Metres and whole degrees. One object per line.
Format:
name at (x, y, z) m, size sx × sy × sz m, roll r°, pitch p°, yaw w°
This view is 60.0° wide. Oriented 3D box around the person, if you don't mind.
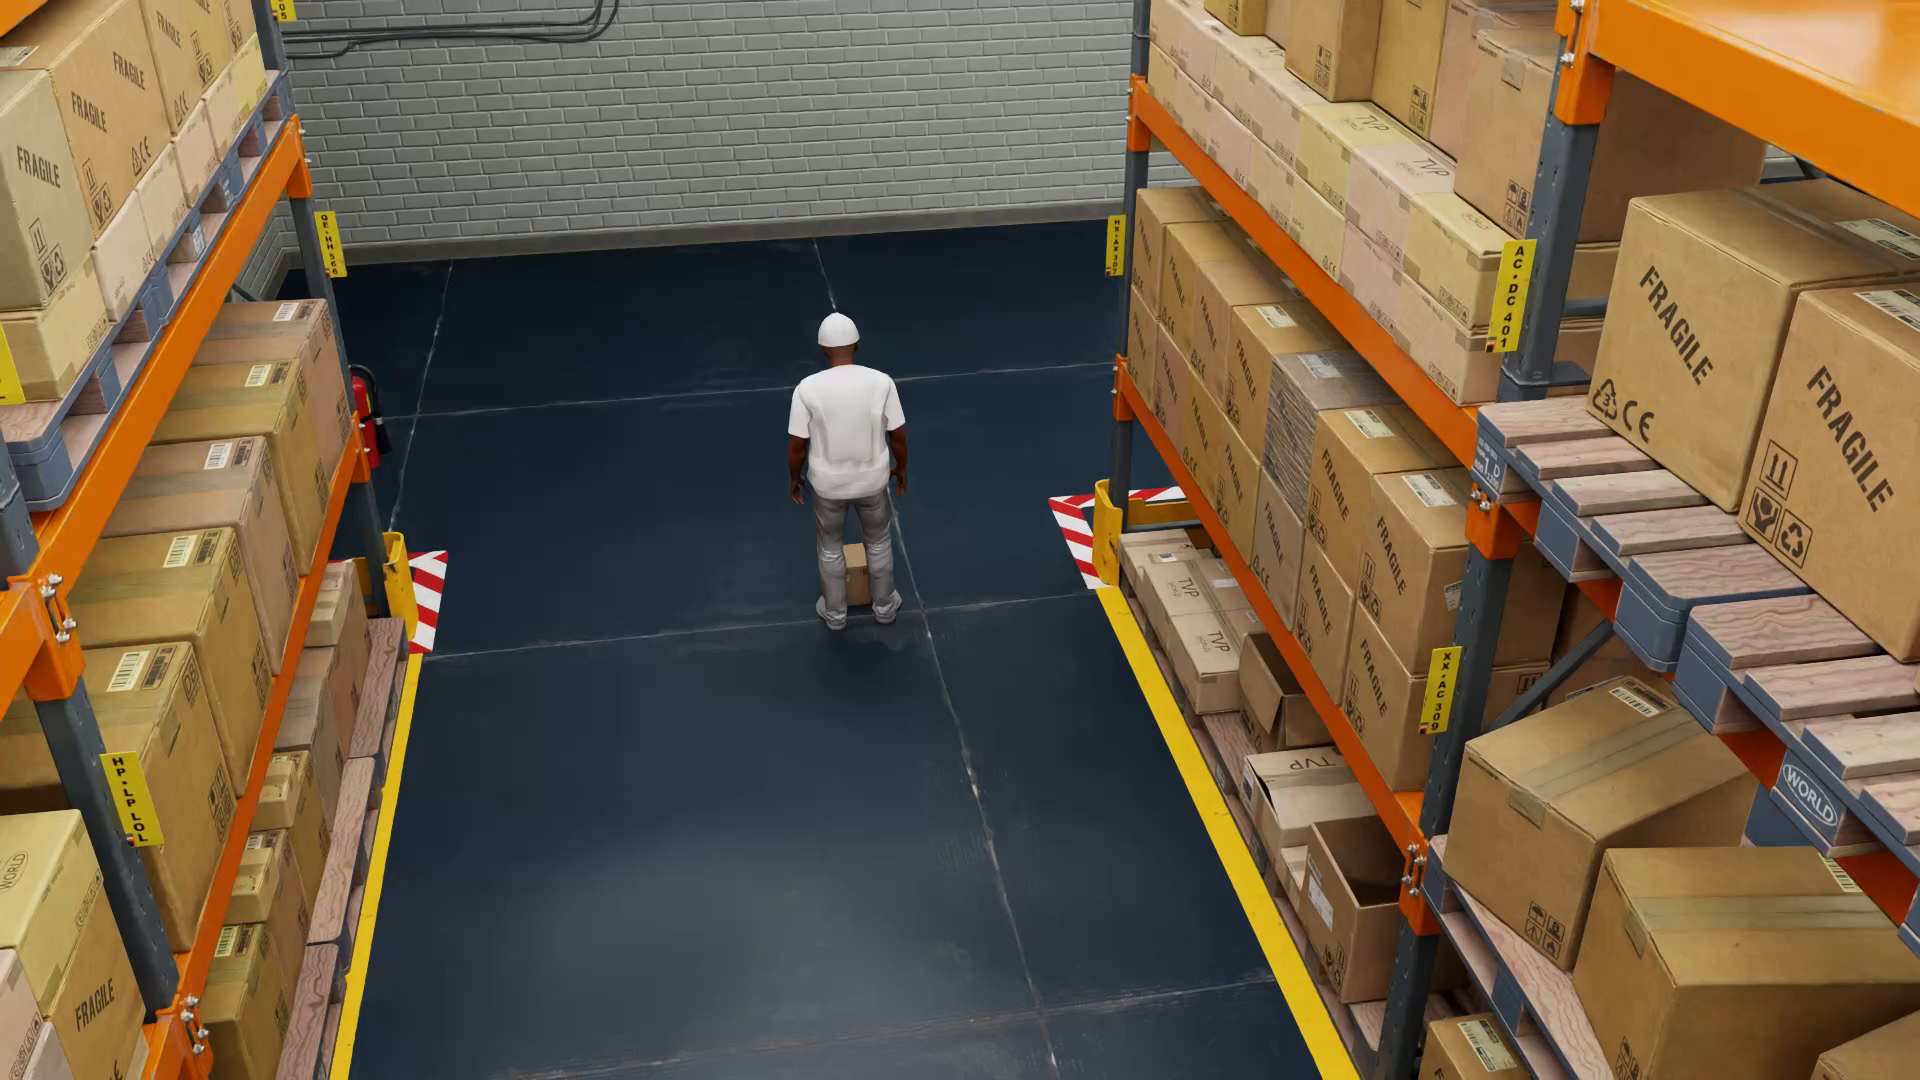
person at (-0.581, -0.339, 8.694) m, size 0.628 × 1.761 × 0.457 m, roll -5°, pitch 31°, yaw -9°
